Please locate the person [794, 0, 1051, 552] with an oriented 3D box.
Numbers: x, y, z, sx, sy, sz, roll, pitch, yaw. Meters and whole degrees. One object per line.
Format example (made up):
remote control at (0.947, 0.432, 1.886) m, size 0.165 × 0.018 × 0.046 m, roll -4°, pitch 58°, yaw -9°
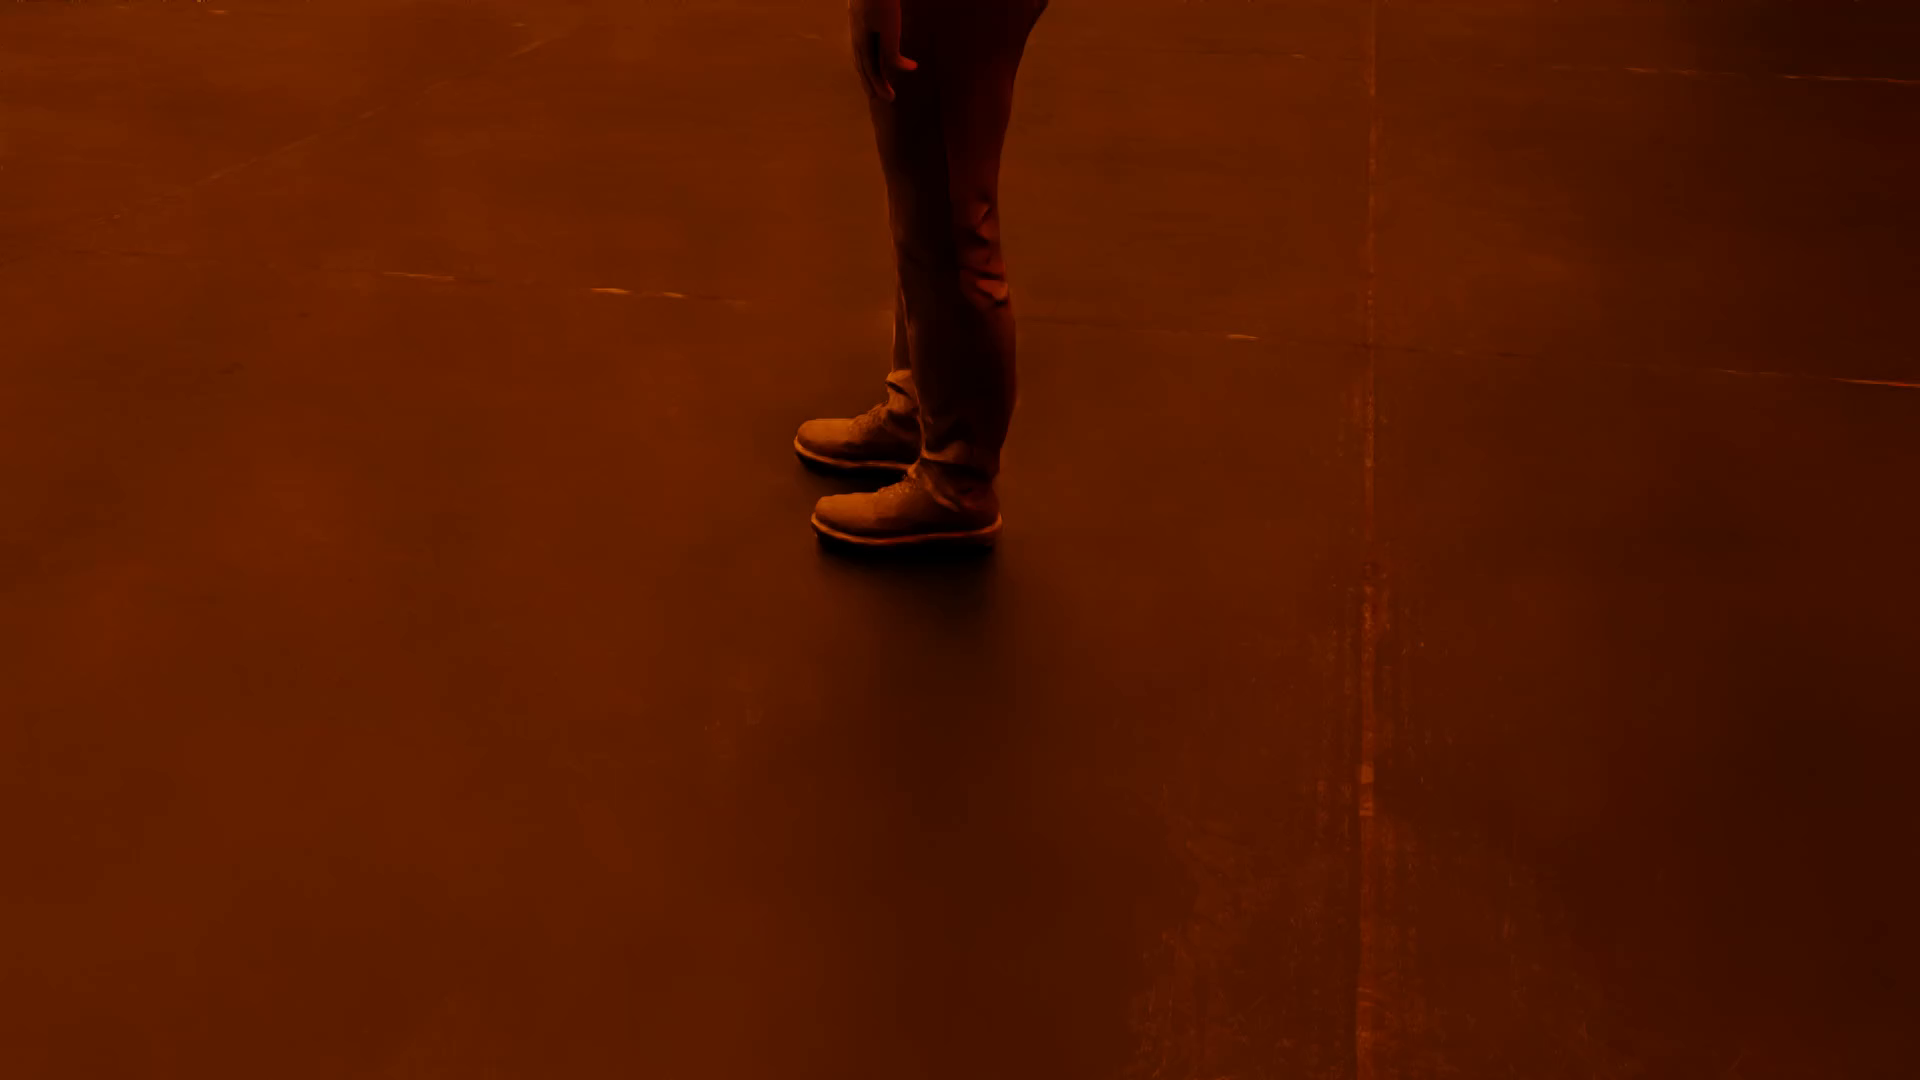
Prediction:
person at (-0.065, -0.773, 2.134) m, size 0.533 × 1.695 × 0.586 m, roll 6°, pitch 27°, yaw 11°
